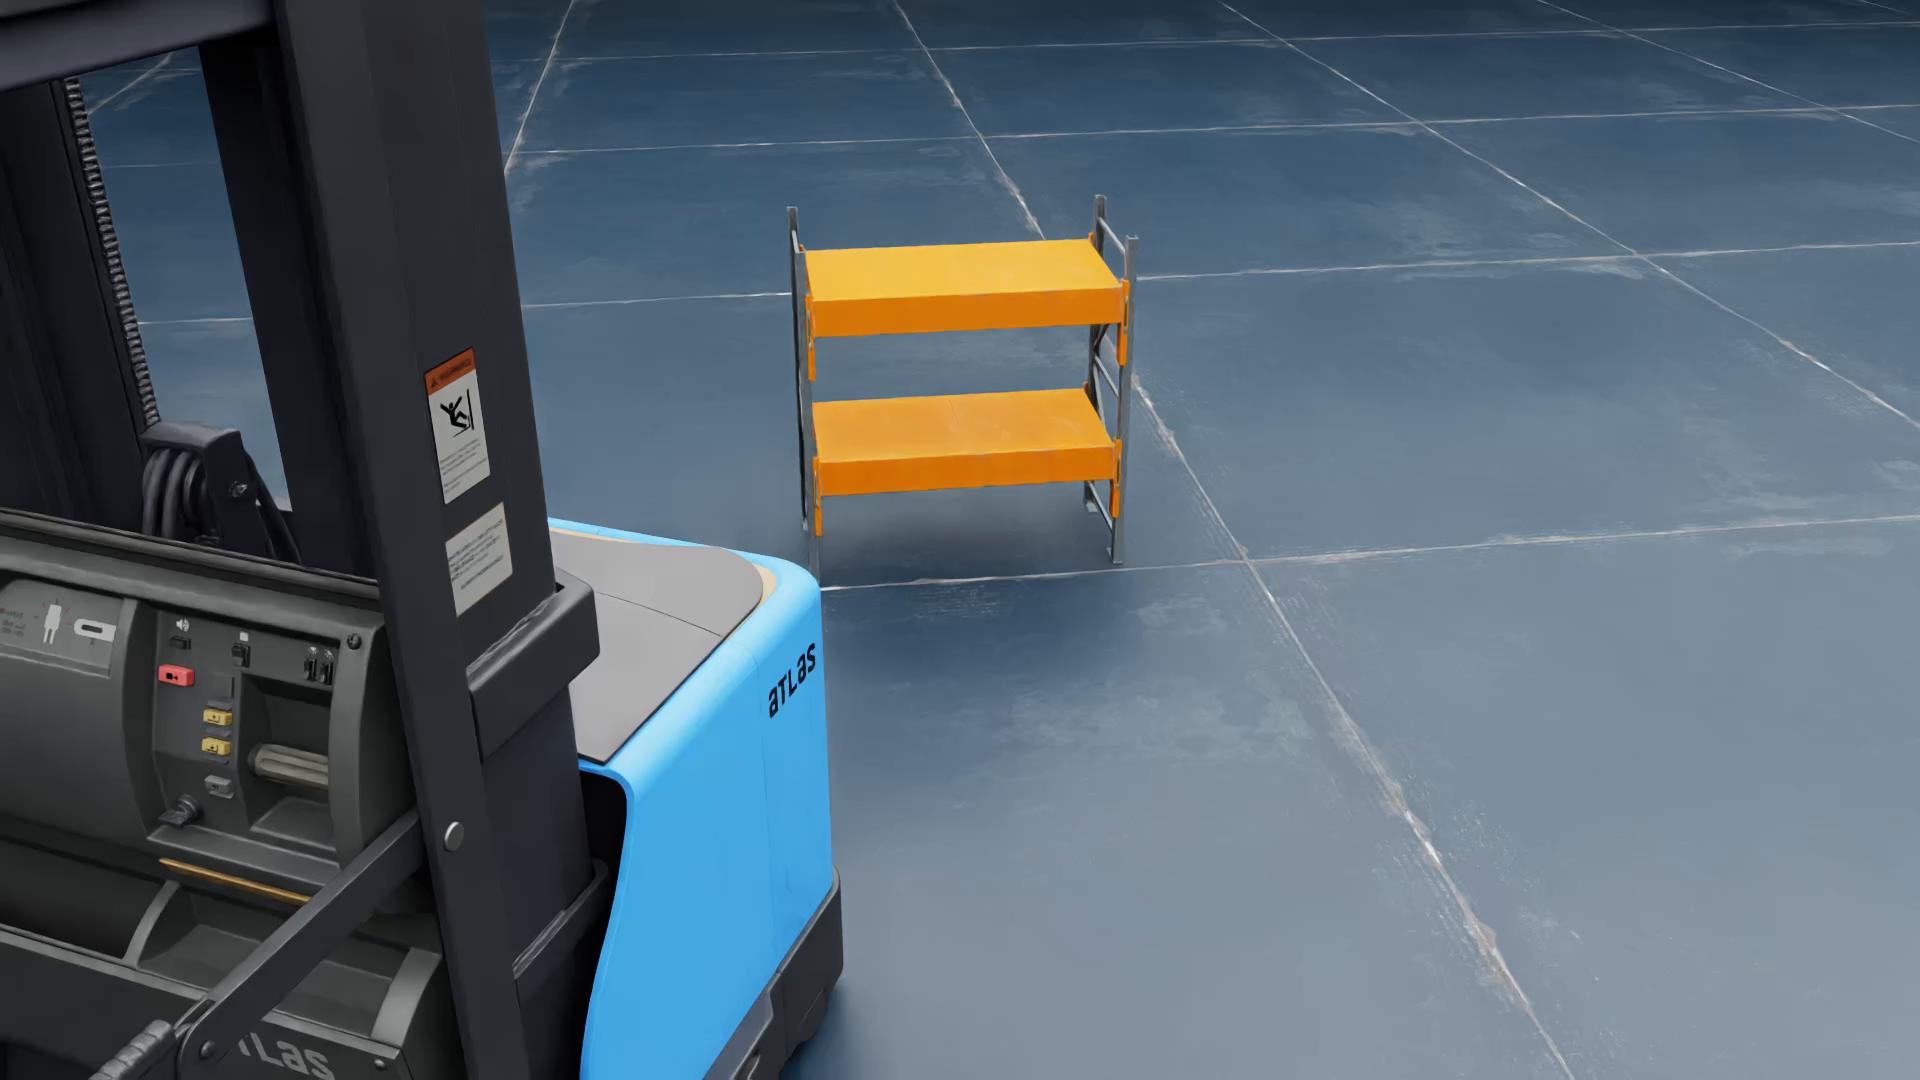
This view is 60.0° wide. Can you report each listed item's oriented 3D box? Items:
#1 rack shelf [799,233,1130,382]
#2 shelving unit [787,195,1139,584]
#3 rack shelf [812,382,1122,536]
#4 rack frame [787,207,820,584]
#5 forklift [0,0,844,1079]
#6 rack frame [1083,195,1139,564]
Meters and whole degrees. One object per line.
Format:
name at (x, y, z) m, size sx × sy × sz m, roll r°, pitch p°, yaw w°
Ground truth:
rack shelf at (-0.007, -0.760, 5.359) m, size 1.000 × 0.278 × 0.538 m, roll -4°, pitch 27°, yaw -7°
shelving unit at (-0.007, -0.500, 5.492) m, size 1.048 × 1.125 × 0.538 m, roll -4°, pitch 27°, yaw -7°
rack shelf at (-0.007, -0.282, 5.604) m, size 1.000 × 0.278 × 0.538 m, roll -4°, pitch 27°, yaw -7°
rack frame at (-0.510, -0.468, 5.429) m, size 0.032 × 1.125 × 0.500 m, roll -4°, pitch 27°, yaw -7°
forklift at (-1.243, 0.253, 2.046) m, size 1.130 × 2.935 × 3.031 m, roll 9°, pitch 29°, yaw 18°
rack frame at (0.497, -0.532, 5.555) m, size 0.032 × 1.125 × 0.500 m, roll -4°, pitch 27°, yaw -7°
